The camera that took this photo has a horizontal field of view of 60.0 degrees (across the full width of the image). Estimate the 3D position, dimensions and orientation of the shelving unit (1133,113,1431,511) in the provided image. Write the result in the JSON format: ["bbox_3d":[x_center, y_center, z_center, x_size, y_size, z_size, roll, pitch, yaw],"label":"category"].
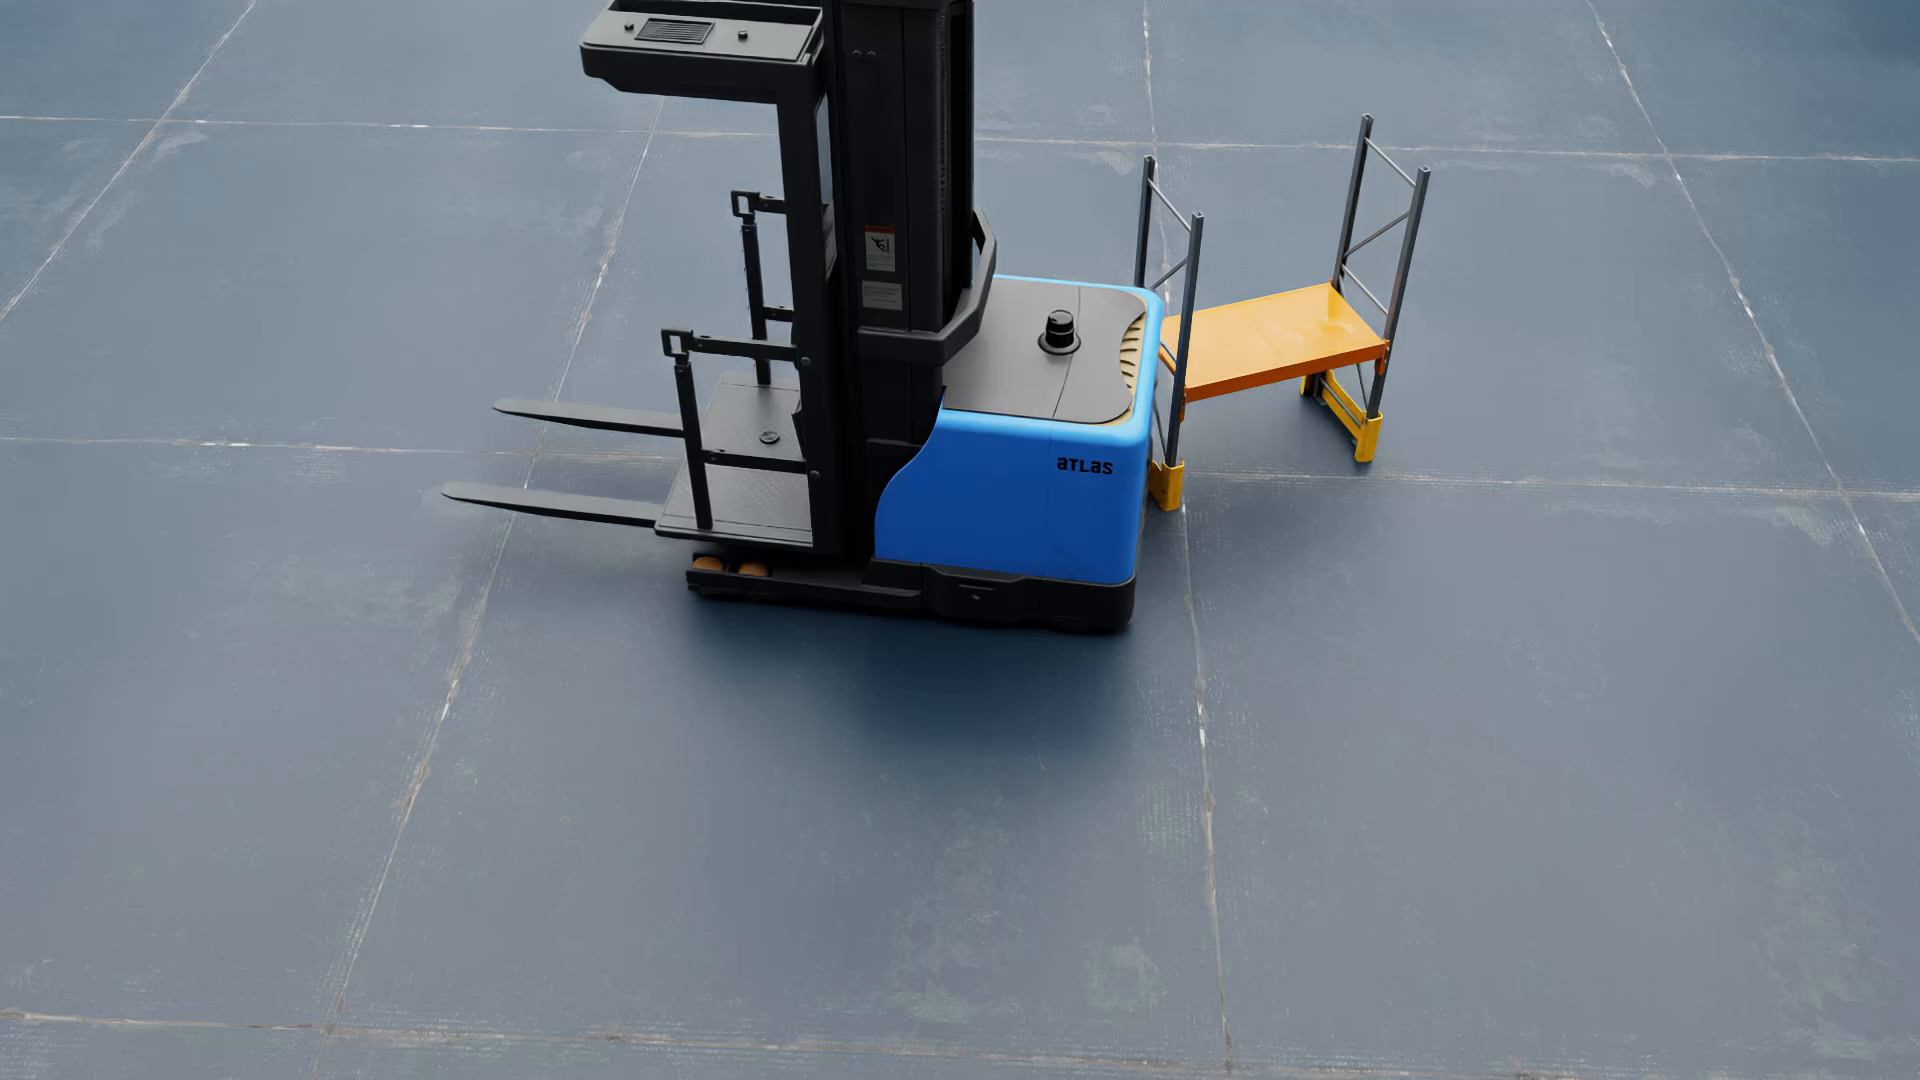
[{"bbox_3d":[1.325,-0.986,7.294,1.083,1.500,0.587,-14,45,-14],"label":"shelving unit"}]

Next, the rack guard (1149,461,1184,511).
[{"bbox_3d":[0.856,-0.414,7.597,0.087,0.250,0.587,-14,45,-14],"label":"rack guard"}]

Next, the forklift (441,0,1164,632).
[{"bbox_3d":[-0.709,-1.167,6.438,3.031,2.935,1.130,6,43,7],"label":"forklift"}]

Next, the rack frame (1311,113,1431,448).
[{"bbox_3d":[1.811,-1.106,7.422,0.032,1.500,0.500,-14,45,-14],"label":"rack frame"}]

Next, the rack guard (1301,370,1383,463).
[{"bbox_3d":[1.793,-0.644,7.843,0.087,0.250,0.587,-14,45,-14],"label":"rack guard"}]

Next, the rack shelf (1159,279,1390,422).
[{"bbox_3d":[1.333,-0.857,7.419,1.000,0.185,0.538,-14,45,-14],"label":"rack shelf"}]

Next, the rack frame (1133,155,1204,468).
[{"bbox_3d":[0.855,-0.871,7.170,0.032,1.500,0.500,-14,45,-14],"label":"rack frame"}]
